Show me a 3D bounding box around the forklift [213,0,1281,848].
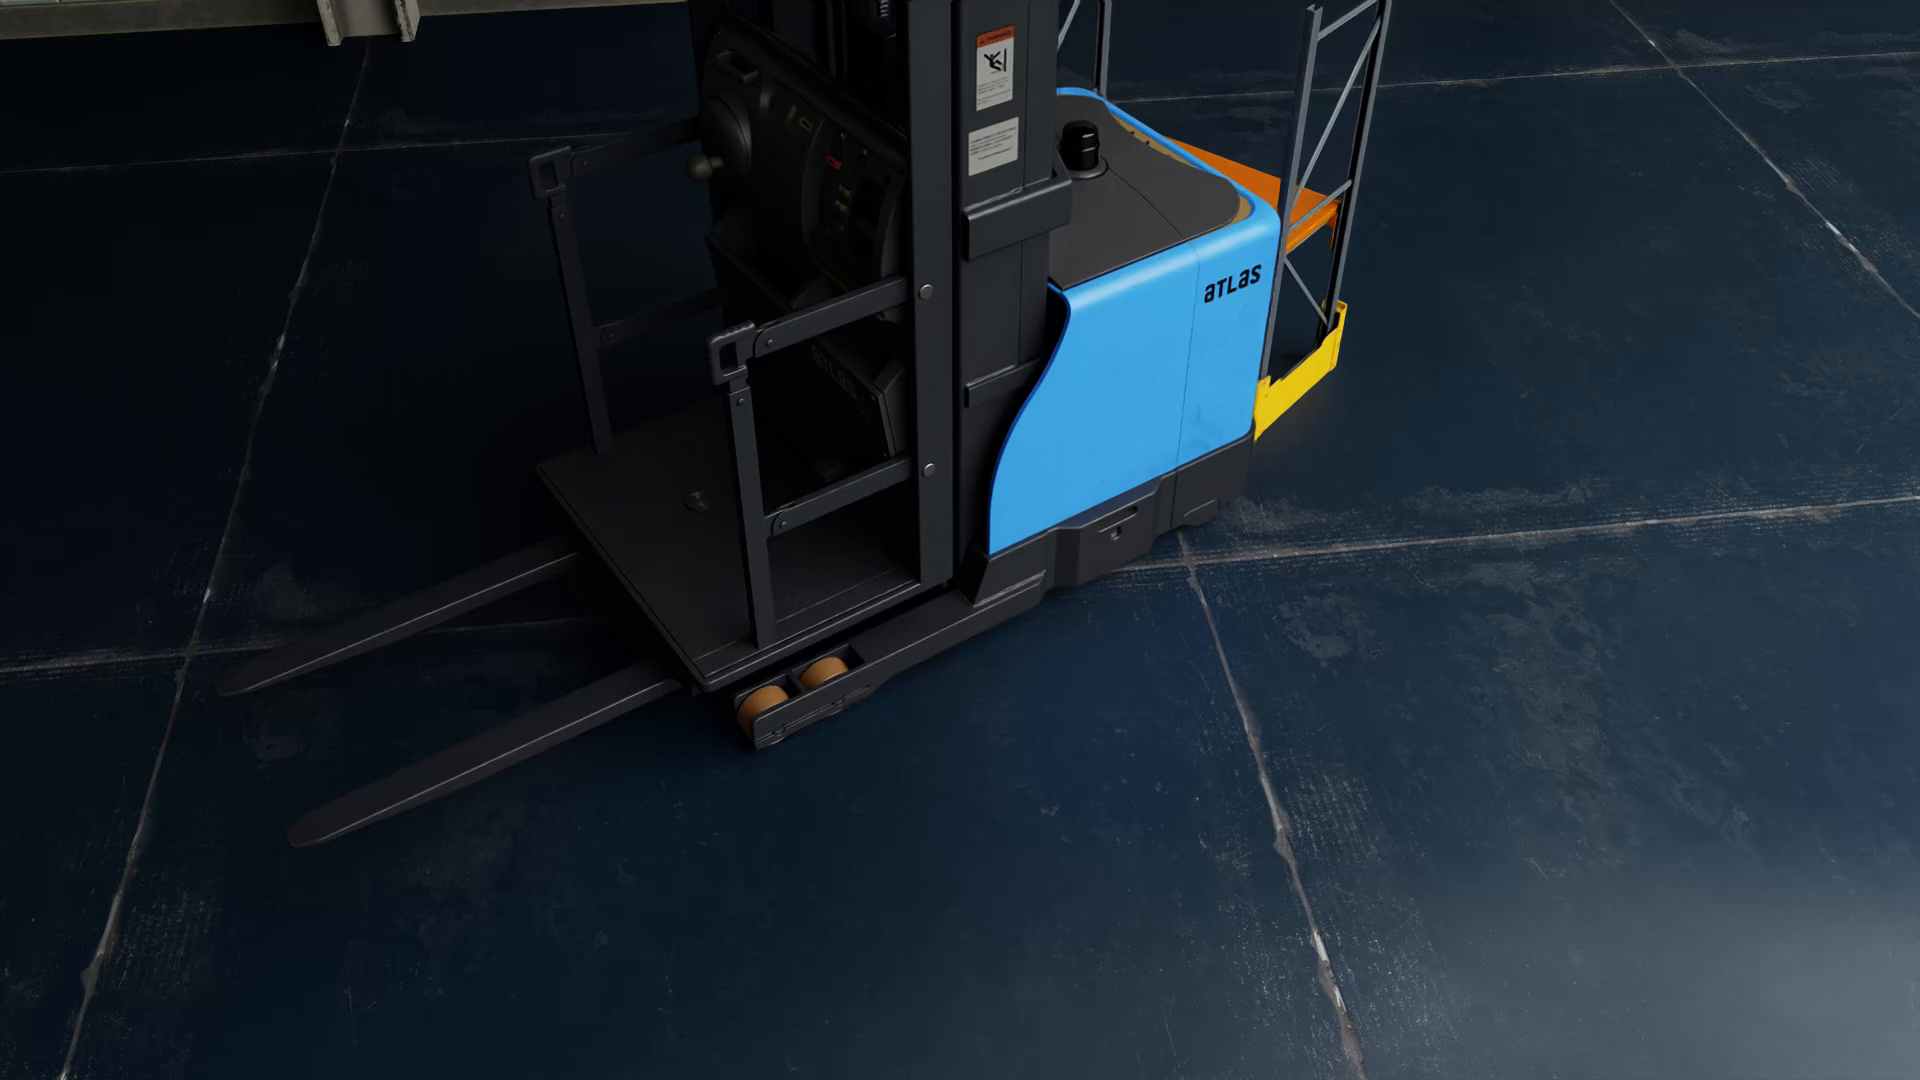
[{"bbox_3d":[-0.580,-0.924,4.087,3.031,2.935,1.130,-25,48,-25],"label":"forklift"}]

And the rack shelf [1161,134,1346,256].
[{"bbox_3d":[0.745,-1.137,5.659,1.000,0.185,0.538,29,49,28],"label":"rack shelf"}]

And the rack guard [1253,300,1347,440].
[{"bbox_3d":[1.138,-0.591,5.719,0.087,0.250,0.587,29,49,28],"label":"rack guard"}]

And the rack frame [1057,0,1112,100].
[{"bbox_3d":[0.352,-1.486,5.777,0.032,1.500,0.500,29,49,28],"label":"rack frame"}]

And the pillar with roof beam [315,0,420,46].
[{"bbox_3d":[-2.244,-2.927,1.777,0.400,9.000,9.100,-5,42,-6],"label":"pillar with roof beam"}]

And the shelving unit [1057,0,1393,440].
[{"bbox_3d":[0.752,-1.266,5.534,1.083,1.500,0.587,29,49,28],"label":"shelving unit"}]

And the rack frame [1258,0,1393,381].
[{"bbox_3d":[1.139,-1.055,5.299,0.032,1.500,0.500,29,49,28],"label":"rack frame"}]
